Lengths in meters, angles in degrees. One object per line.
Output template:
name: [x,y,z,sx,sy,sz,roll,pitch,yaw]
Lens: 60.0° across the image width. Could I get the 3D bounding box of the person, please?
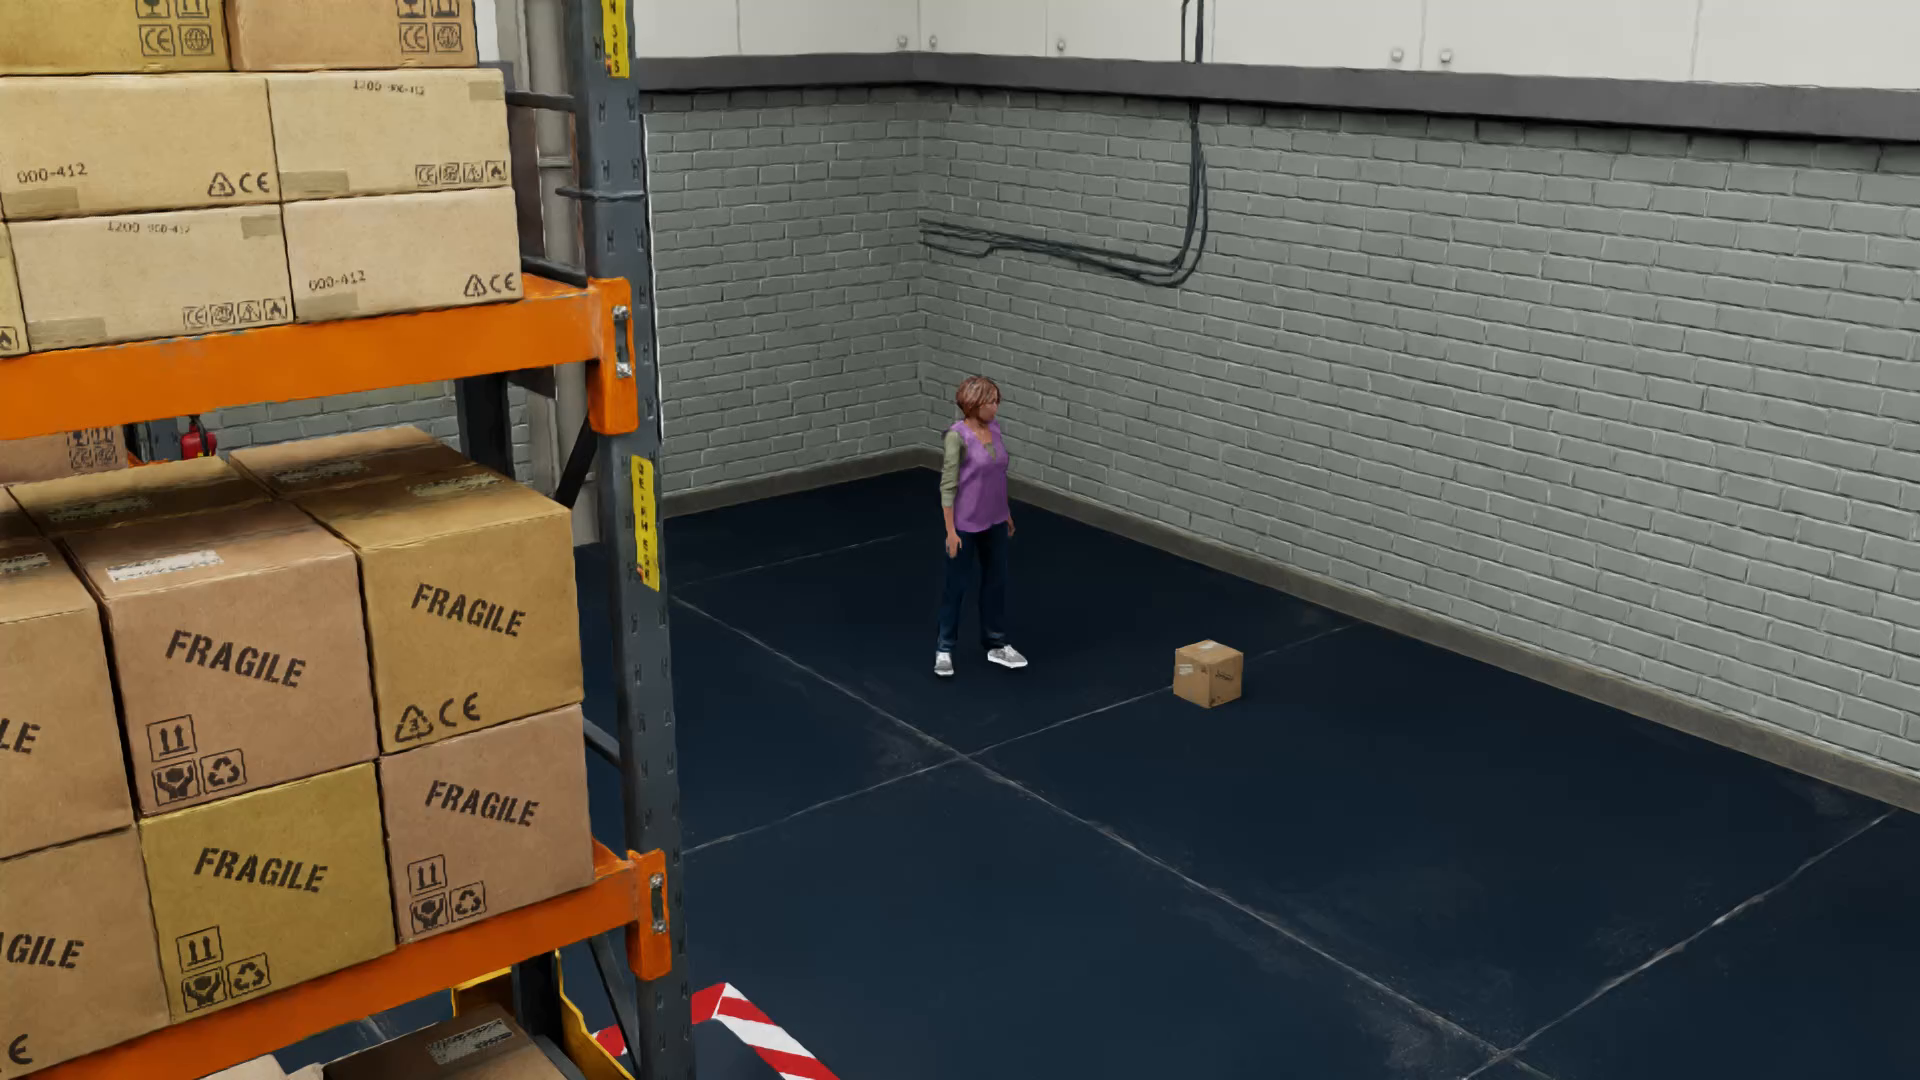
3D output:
person: [0.102,-0.072,8.715,0.511,1.594,0.456,-15,23,-39]
